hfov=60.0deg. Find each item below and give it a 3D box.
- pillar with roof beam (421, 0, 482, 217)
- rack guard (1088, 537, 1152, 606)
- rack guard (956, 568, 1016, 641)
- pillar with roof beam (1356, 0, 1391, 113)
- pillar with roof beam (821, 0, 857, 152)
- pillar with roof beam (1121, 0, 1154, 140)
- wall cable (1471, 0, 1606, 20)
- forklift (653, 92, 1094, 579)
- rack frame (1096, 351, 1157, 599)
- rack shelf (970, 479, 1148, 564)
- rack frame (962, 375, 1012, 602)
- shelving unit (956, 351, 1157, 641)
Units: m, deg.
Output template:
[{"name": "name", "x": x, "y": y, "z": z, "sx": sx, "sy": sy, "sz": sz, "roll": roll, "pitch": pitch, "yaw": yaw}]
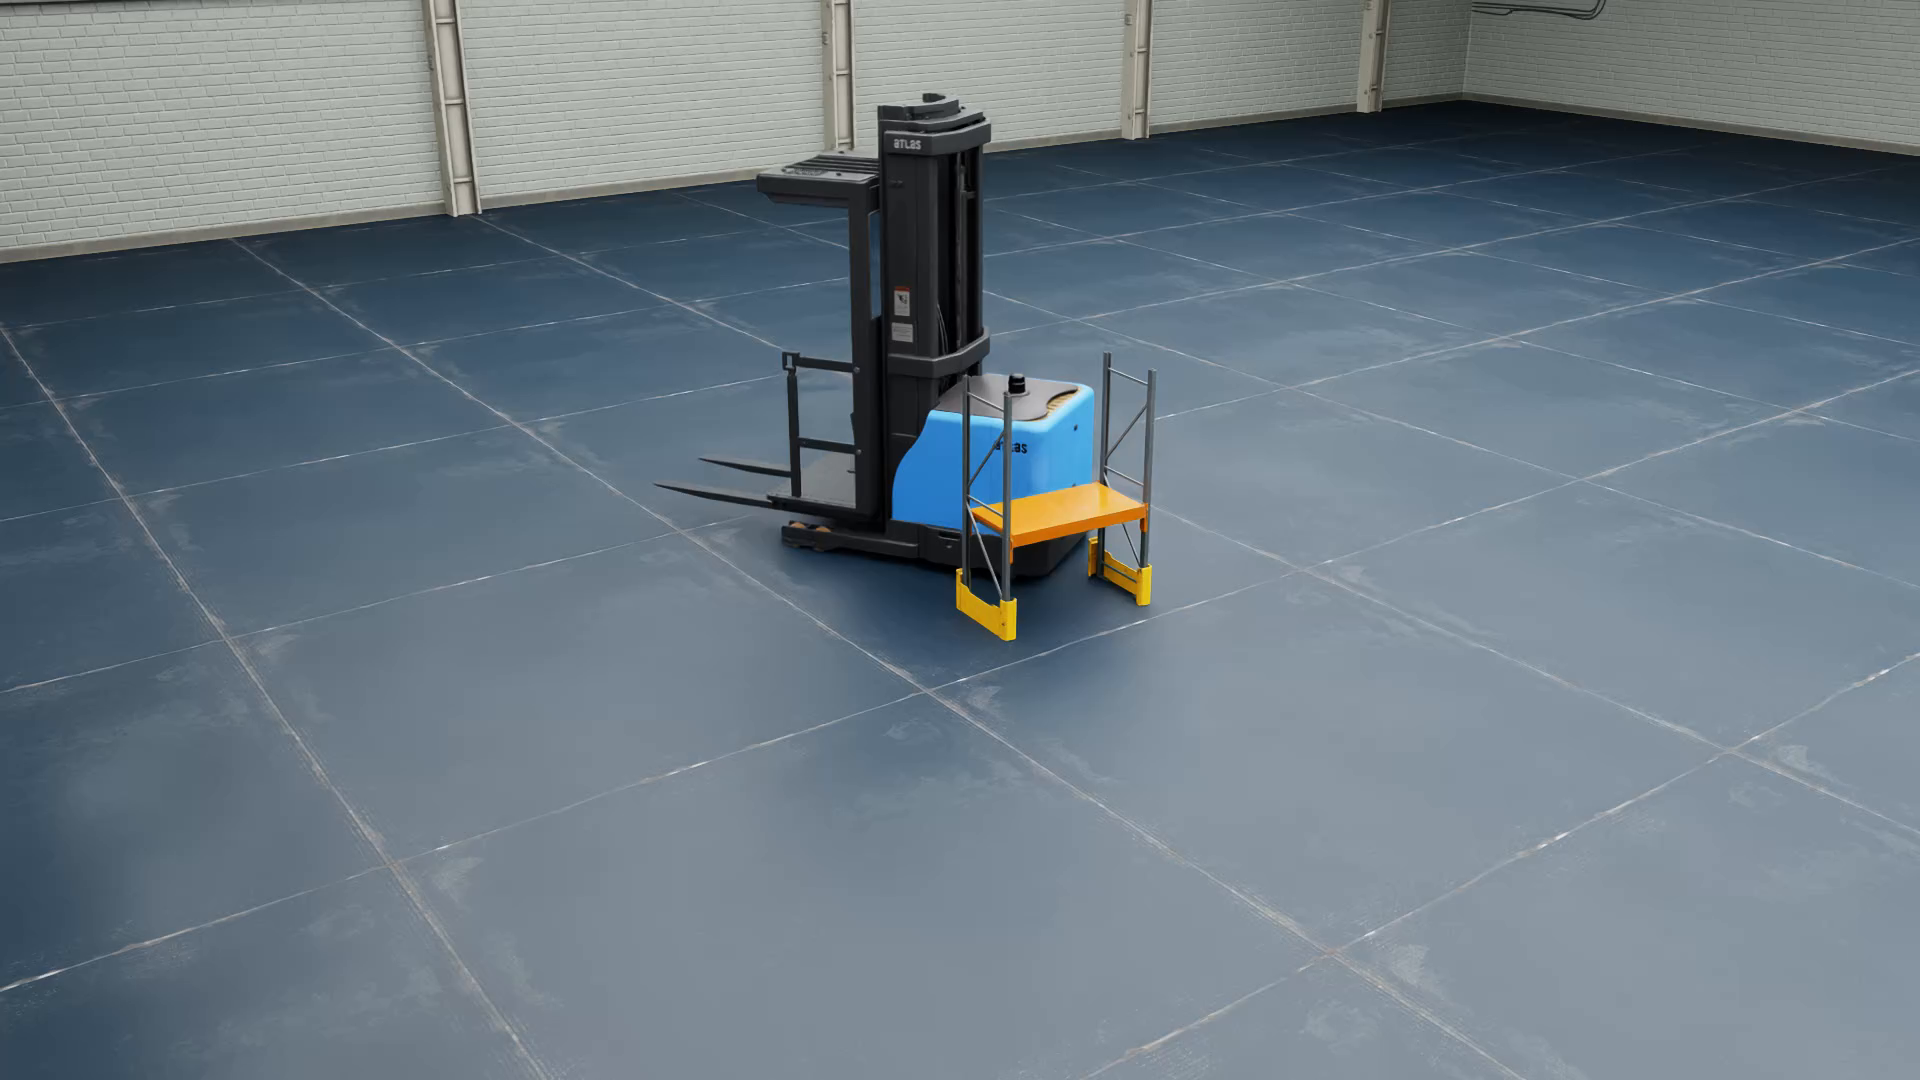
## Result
[{"name": "pillar with roof beam", "x": -4.186, "y": -7.296, "z": 17.539, "sx": 0.400, "sy": 9.000, "sz": 9.100, "roll": -15, "pitch": 26, "yaw": -33}, {"name": "rack guard", "x": 1.010, "y": 0.196, "z": 10.567, "sx": 0.087, "sy": 0.250, "sz": 0.587, "roll": -13, "pitch": 25, "yaw": -29}, {"name": "rack guard", "x": 0.156, "y": 0.386, "z": 10.092, "sx": 0.087, "sy": 0.250, "sz": 0.587, "roll": -13, "pitch": 25, "yaw": -29}, {"name": "pillar with roof beam", "x": 10.426, "y": -11.192, "z": 27.302, "sx": 0.400, "sy": 9.000, "sz": 9.100, "roll": -15, "pitch": 26, "yaw": -33}, {"name": "pillar with roof beam", "x": 0.685, "y": -8.595, "z": 20.793, "sx": 0.400, "sy": 9.000, "sz": 9.100, "roll": -15, "pitch": 26, "yaw": -33}, {"name": "pillar with roof beam", "x": 5.555, "y": -9.893, "z": 24.048, "sx": 0.400, "sy": 9.000, "sz": 9.100, "roll": -15, "pitch": 26, "yaw": -33}, {"name": "wall cable", "x": 11.075, "y": -11.285, "z": 31.724, "sx": 0.112, "sy": 2.526, "sz": 3.097, "roll": -15, "pitch": 26, "yaw": -33}, {"name": "forklift", "x": -0.659, "y": -1.450, "z": 11.076, "sx": 3.031, "sy": 2.935, "sz": 1.130, "roll": 9, "pitch": 23, "yaw": 21}, {"name": "rack frame", "x": 1.027, "y": -0.388, "z": 10.345, "sx": 0.032, "sy": 1.500, "sz": 0.500, "roll": -13, "pitch": 25, "yaw": -29}, {"name": "rack shelf", "x": 0.591, "y": -0.124, "z": 10.169, "sx": 1.000, "sy": 0.185, "sz": 0.538, "roll": -13, "pitch": 25, "yaw": -29}, {"name": "rack frame", "x": 0.155, "y": -0.194, "z": 9.859, "sx": 0.032, "sy": 1.500, "sz": 0.500, "roll": -13, "pitch": 25, "yaw": -29}, {"name": "shelving unit", "x": 0.583, "y": -0.289, "z": 10.098, "sx": 1.083, "sy": 1.500, "sz": 0.587, "roll": -13, "pitch": 25, "yaw": -29}]
